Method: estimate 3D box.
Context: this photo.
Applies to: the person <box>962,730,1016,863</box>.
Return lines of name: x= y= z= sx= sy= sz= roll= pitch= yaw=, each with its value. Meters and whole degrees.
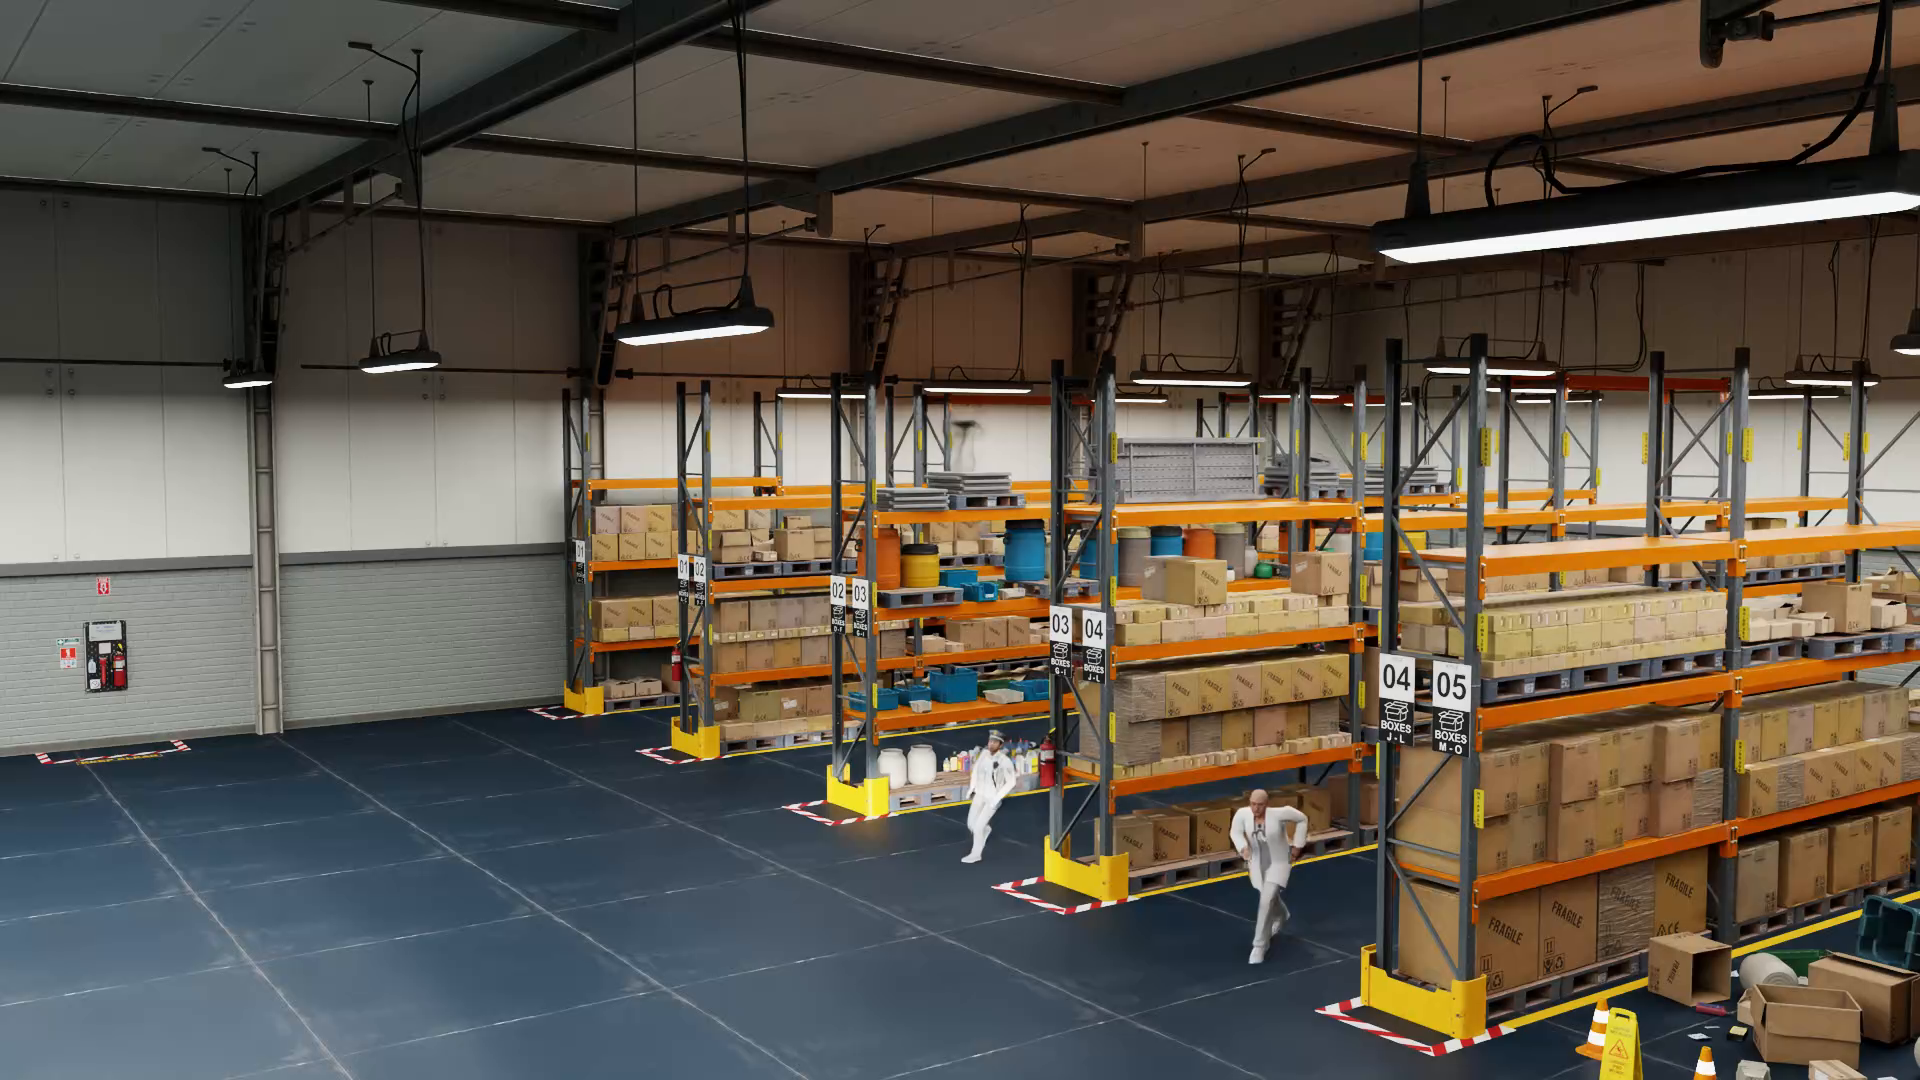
person: x=0.374 y=3.070 z=19.979 sx=0.649 sy=1.620 sz=0.515 roll=2 pitch=4 yaw=34

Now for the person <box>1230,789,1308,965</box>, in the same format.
person: x=3.111 y=3.277 z=16.585 sx=0.753 sy=1.745 sz=1.055 roll=2 pitch=4 yaw=27
